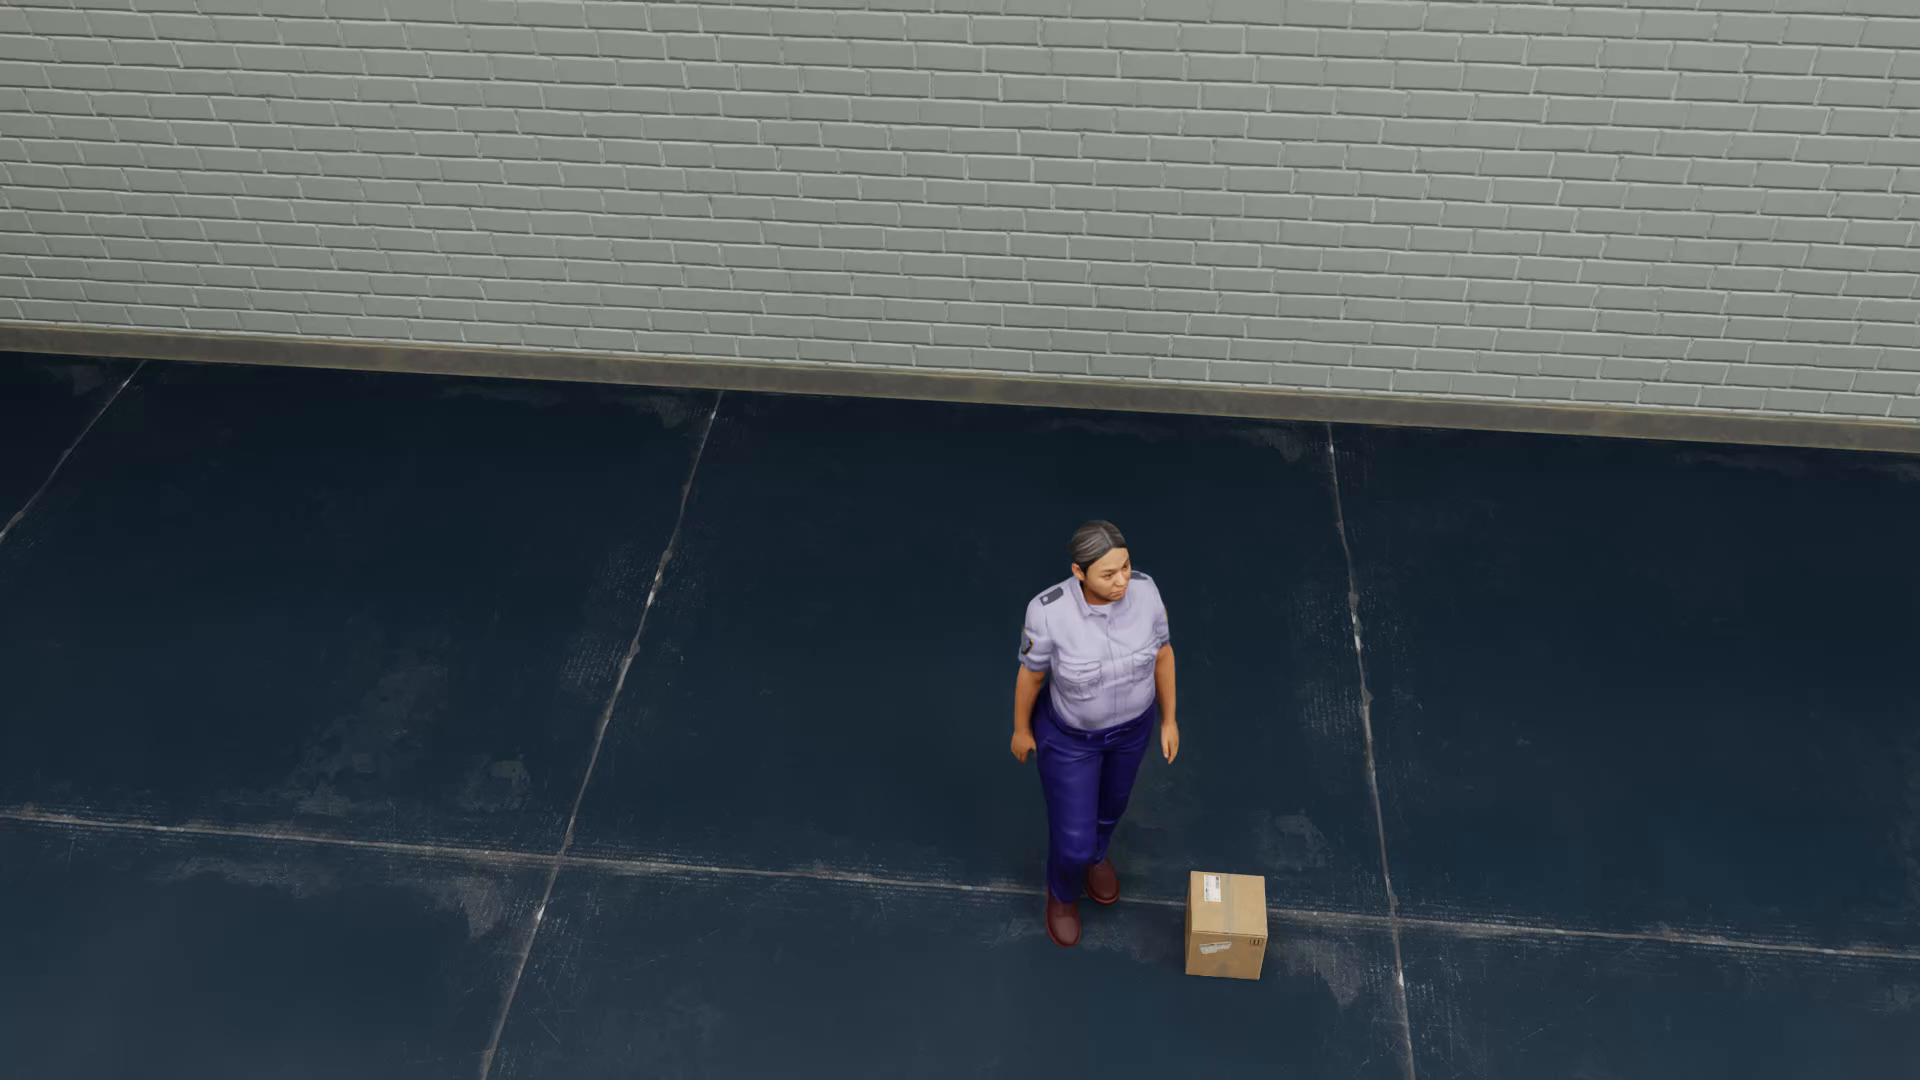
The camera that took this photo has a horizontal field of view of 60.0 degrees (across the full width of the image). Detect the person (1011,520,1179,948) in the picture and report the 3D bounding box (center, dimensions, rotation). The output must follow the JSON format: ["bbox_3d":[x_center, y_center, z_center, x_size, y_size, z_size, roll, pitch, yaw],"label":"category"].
[{"bbox_3d":[0.461,0.658,5.400,0.523,1.658,0.463,-14,42,-16],"label":"person"}]
